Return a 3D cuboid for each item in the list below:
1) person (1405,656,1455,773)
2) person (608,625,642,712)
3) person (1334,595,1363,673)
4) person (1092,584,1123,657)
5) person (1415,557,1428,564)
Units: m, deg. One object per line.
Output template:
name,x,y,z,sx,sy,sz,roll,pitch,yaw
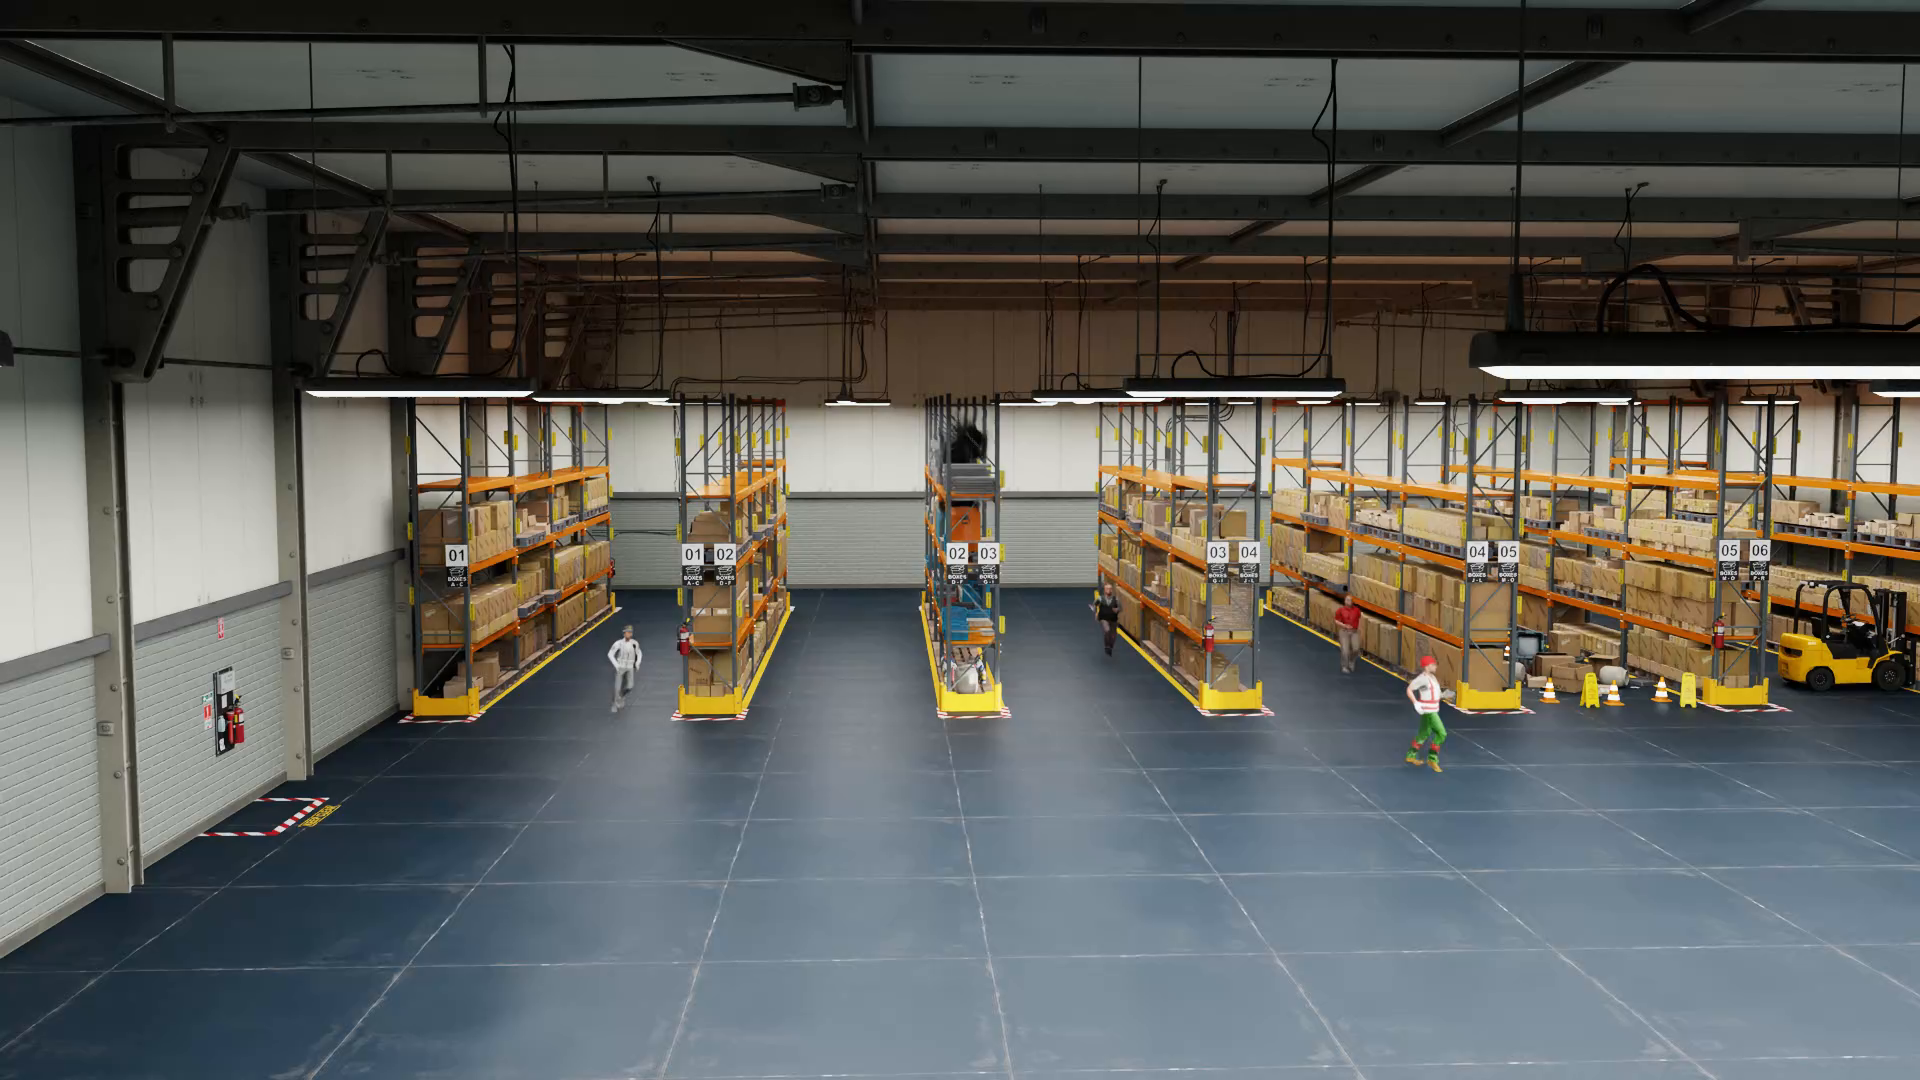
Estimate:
person,7.425,2.753,26.311,0.758,1.839,0.631,2,5,27
person,-6.306,2.429,31.430,0.675,1.640,0.505,-2,5,-24
person,8.412,2.043,35.876,0.652,1.687,0.602,0,5,-5
person,3.328,1.829,37.333,0.656,1.673,0.970,0,5,-5
person,13.679,0.923,49.405,0.919,1.755,0.720,1,5,15
